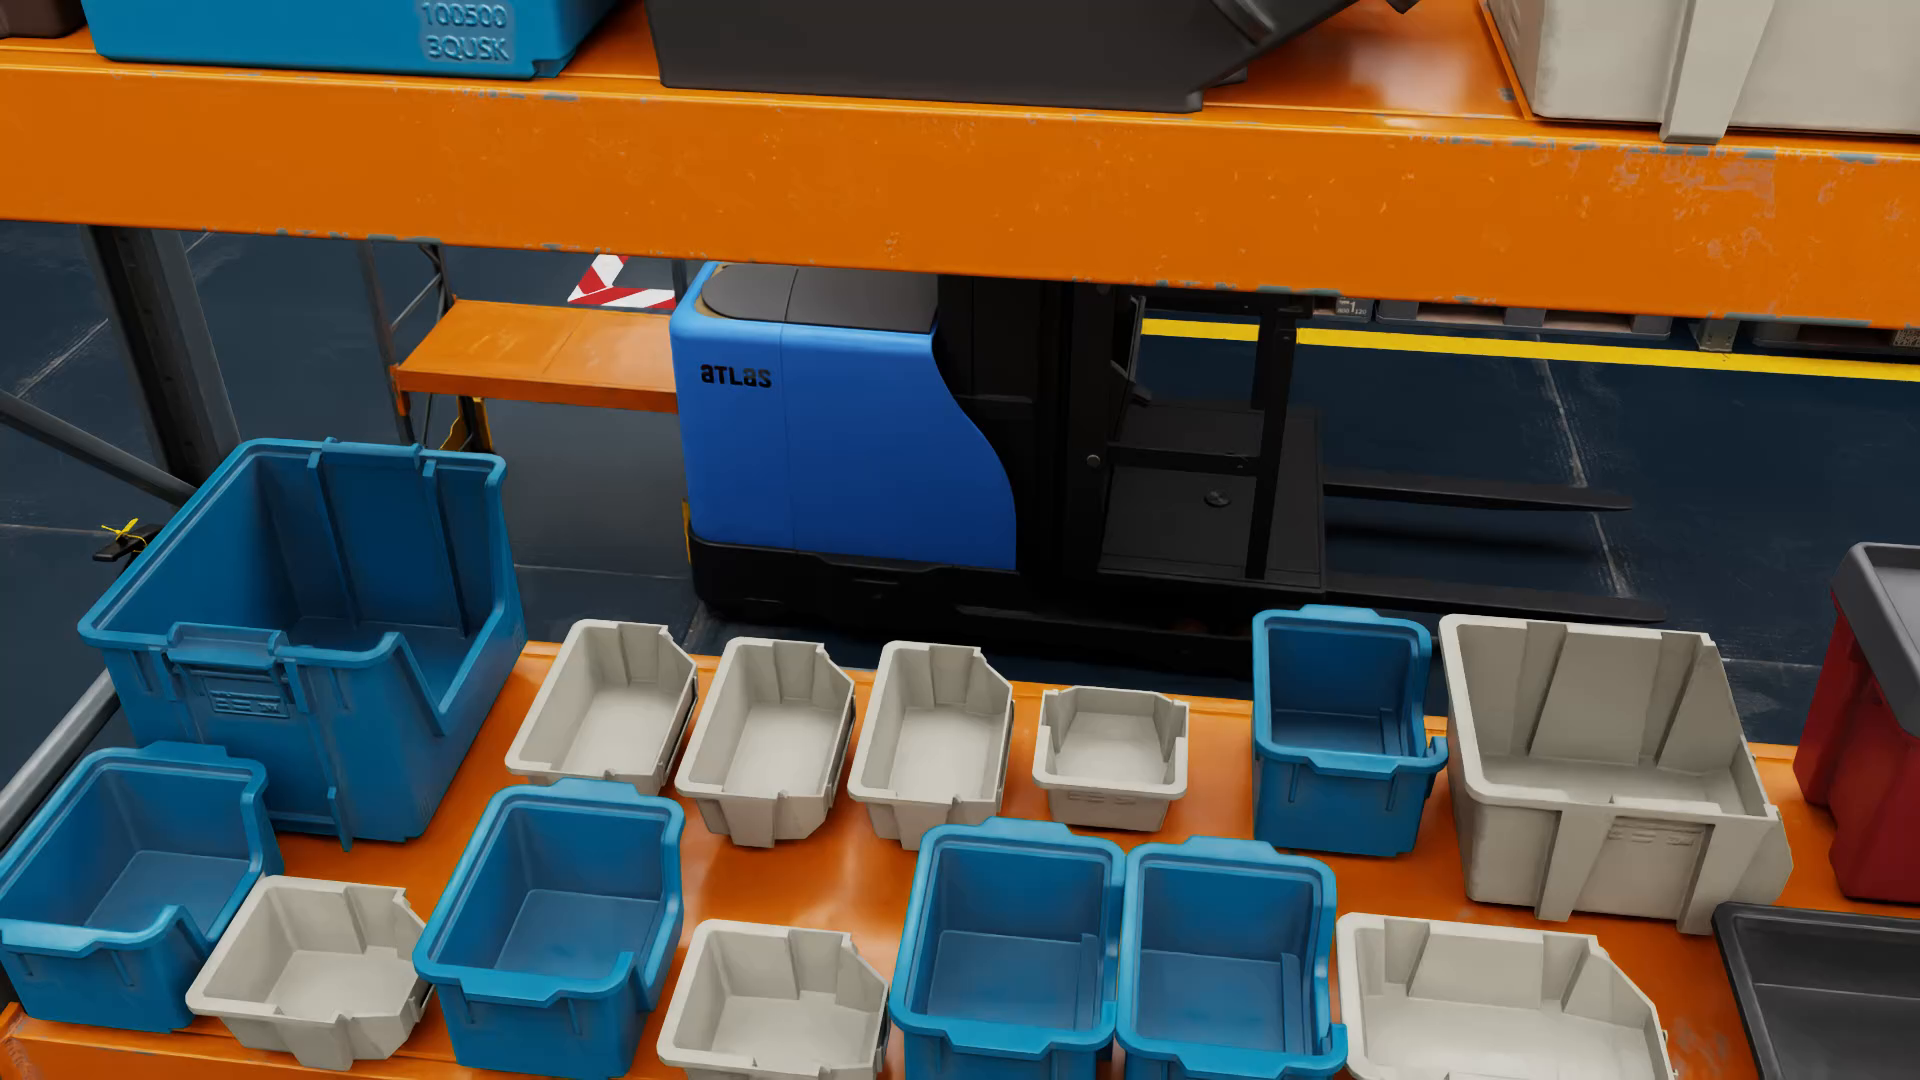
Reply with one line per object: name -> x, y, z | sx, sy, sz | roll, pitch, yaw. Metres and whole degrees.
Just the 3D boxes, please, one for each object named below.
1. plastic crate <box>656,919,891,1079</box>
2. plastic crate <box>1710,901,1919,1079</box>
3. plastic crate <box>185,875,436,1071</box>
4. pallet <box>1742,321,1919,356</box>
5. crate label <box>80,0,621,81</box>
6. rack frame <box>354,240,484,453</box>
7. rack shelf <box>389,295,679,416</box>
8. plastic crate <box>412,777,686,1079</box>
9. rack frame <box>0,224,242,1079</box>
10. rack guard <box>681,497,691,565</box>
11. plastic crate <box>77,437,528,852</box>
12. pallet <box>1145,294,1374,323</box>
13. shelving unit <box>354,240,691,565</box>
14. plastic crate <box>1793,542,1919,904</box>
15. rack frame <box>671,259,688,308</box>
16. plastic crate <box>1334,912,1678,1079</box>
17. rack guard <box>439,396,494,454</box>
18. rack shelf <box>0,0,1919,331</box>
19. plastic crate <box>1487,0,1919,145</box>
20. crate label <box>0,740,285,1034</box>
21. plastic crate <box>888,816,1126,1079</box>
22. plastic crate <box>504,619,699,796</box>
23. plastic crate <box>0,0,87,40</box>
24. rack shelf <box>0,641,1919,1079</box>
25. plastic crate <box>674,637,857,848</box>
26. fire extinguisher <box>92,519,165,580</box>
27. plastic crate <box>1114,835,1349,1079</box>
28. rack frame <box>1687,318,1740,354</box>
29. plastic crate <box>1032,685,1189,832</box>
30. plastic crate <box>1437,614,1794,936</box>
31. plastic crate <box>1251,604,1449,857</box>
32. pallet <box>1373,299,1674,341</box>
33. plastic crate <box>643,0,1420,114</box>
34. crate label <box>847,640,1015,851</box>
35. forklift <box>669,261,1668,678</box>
plastic crate -> -0.252, 0.694, 2.371 | 0.298, 0.136, 0.250 | 4, 36, 6
plastic crate -> 1.387, 0.737, 2.320 | 0.590, 0.125, 0.437 | 4, 36, 6
plastic crate -> -0.925, 0.644, 2.441 | 0.298, 0.136, 0.250 | 4, 36, 6
pallet -> 3.938, -1.128, 7.148 | 1.213, 0.211, 1.003 | 4, 36, 6
crate label -> -0.562, -0.624, 1.589 | 0.502, 0.251, 0.408 | 4, 36, 6
rack frame -> -1.824, -0.782, 5.555 | 0.032, 1.500, 0.500 | 5, 36, 7
rack shelf -> -1.322, -0.590, 5.595 | 1.000, 0.185, 0.538 | 5, 36, 7
plastic crate -> -0.580, 0.582, 2.445 | 0.300, 0.233, 0.416 | 4, 36, 6
rack frame -> -1.436, 0.282, 2.773 | 0.127, 3.000, 1.000 | 4, 36, 6
rack guard -> -0.839, -0.183, 5.792 | 0.087, 0.250, 0.587 | 5, 36, 7
plastic crate -> -1.080, 0.160, 2.862 | 0.499, 0.435, 0.616 | 4, 36, 6
pallet -> 1.205, -1.331, 7.434 | 1.213, 0.211, 1.003 | 4, 36, 6
shelving unit -> -1.331, -0.737, 5.492 | 1.083, 1.500, 0.587 | 5, 36, 7
plastic crate -> 1.678, 0.316, 2.618 | 0.583, 0.464, 0.402 | 4, 36, 6
rack frame -> -0.820, -0.690, 5.426 | 0.032, 1.500, 0.500 | 5, 36, 7
plastic crate -> 0.766, 0.705, 2.356 | 0.466, 0.136, 0.293 | 4, 36, 6
rack guard -> -1.823, -0.273, 5.918 | 0.087, 0.250, 0.587 | 5, 36, 7
rack shelf -> 0.548, -0.499, 1.904 | 4.000, 0.370, 1.077 | 4, 36, 6
plastic crate -> 0.723, -0.549, 1.457 | 0.530, 0.282, 0.437 | 4, 36, 6
crate label -> -1.233, 0.533, 2.513 | 0.303, 0.233, 0.416 | 4, 36, 6
plastic crate -> 0.073, 0.631, 2.377 | 0.300, 0.233, 0.416 | 4, 36, 6
plastic crate -> -0.604, 0.320, 2.894 | 0.243, 0.136, 0.396 | 4, 36, 6
plastic crate -> -1.089, -0.697, 1.675 | 0.590, 0.269, 0.497 | 4, 36, 6
rack shelf -> 0.548, 0.722, 2.775 | 4.000, 0.370, 1.077 | 4, 36, 6
plastic crate -> -0.318, 0.350, 2.852 | 0.243, 0.136, 0.396 | 4, 36, 6
fire extinguisher -> -1.527, 0.192, 3.287 | 0.183, 0.674, 0.296 | 4, 36, 6
plastic crate -> 0.371, 0.653, 2.346 | 0.300, 0.233, 0.416 | 4, 36, 6
rack frame -> 3.163, -2.276, 6.357 | 0.127, 3.000, 1.000 | 4, 36, 6
plastic crate -> 0.257, 0.368, 2.828 | 0.250, 0.136, 0.298 | 4, 36, 6
plastic crate -> 1.041, 0.382, 2.683 | 0.530, 0.282, 0.437 | 4, 36, 6
plastic crate -> 0.634, 0.329, 2.799 | 0.300, 0.233, 0.416 | 4, 36, 6
pallet -> 2.418, -1.243, 7.309 | 1.213, 0.211, 1.003 | 4, 36, 6
plastic crate -> 0.045, -0.643, 1.540 | 0.767, 0.338, 0.504 | 4, 36, 6
crate label -> -0.039, 0.357, 2.843 | 0.243, 0.136, 0.396 | 4, 36, 6
forklift -> 0.697, -1.098, 4.766 | 3.031, 2.935, 1.130 | 5, 36, 7
